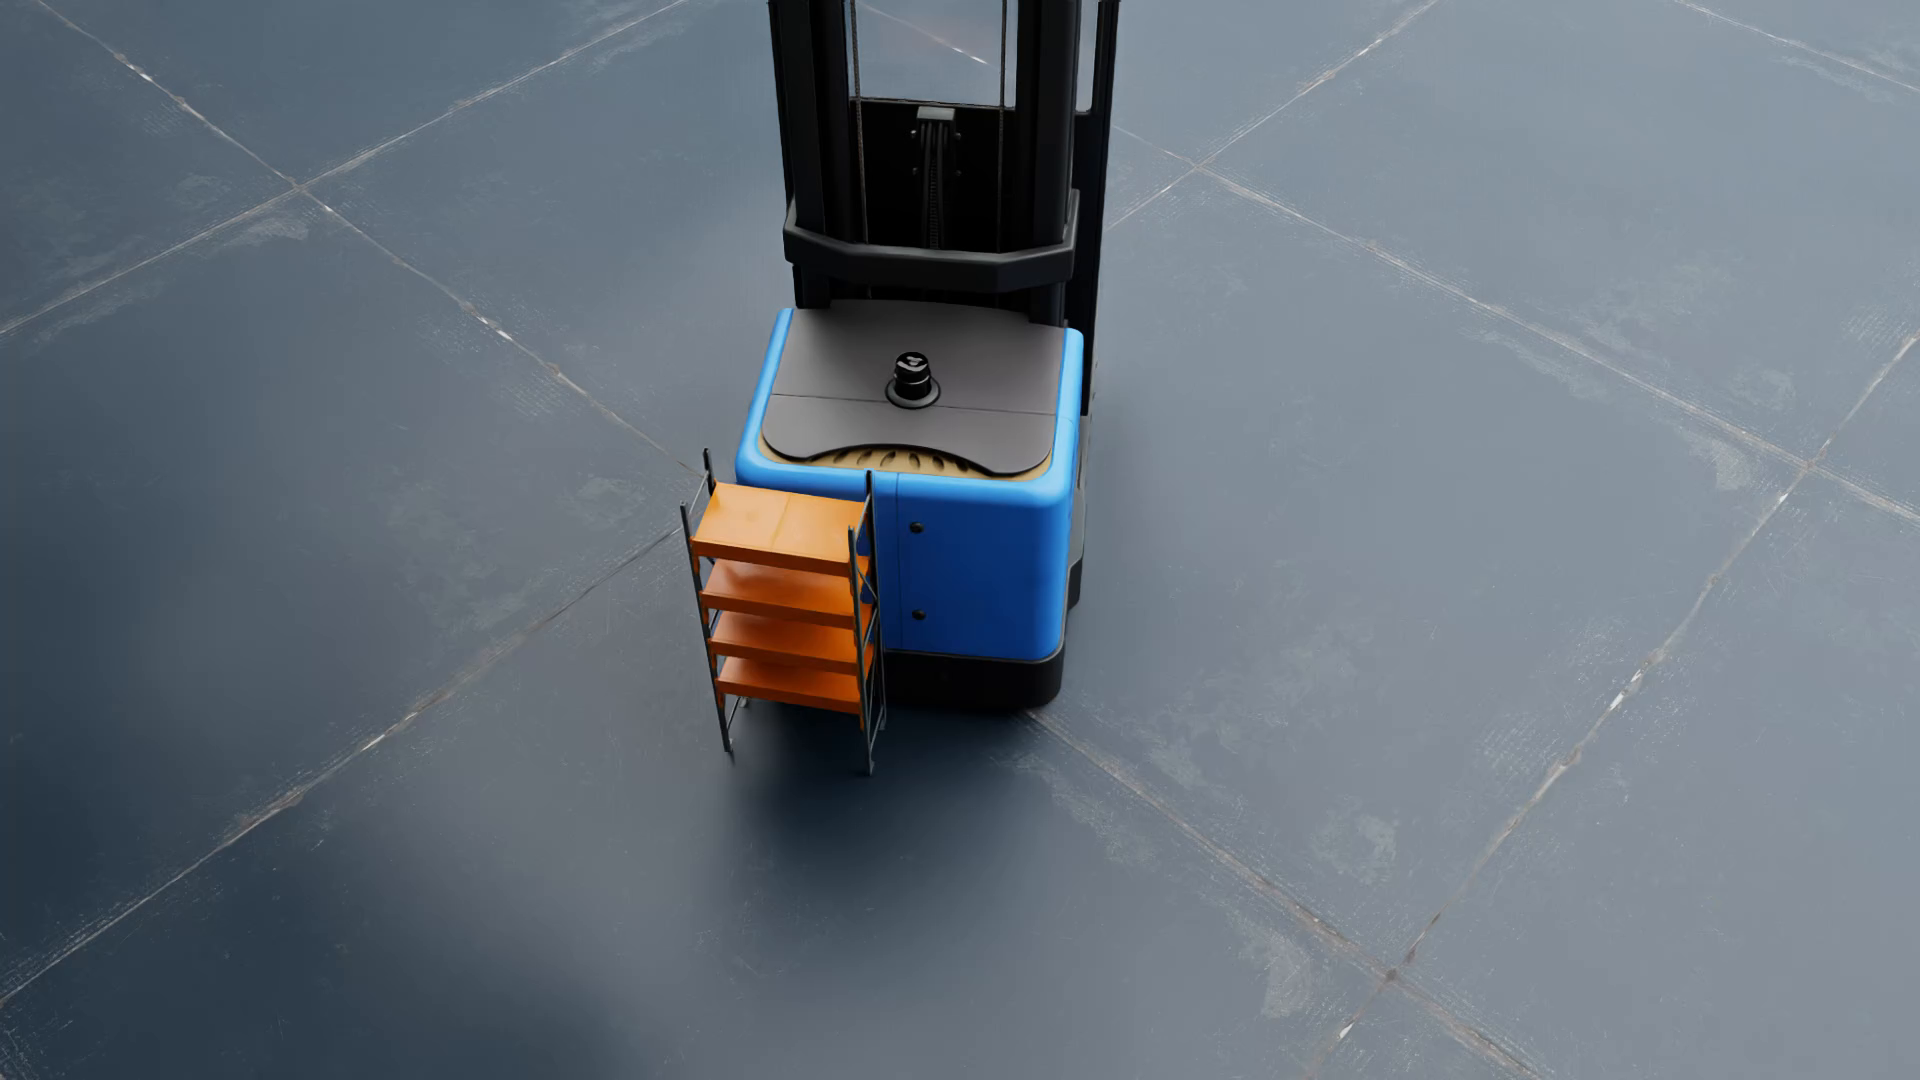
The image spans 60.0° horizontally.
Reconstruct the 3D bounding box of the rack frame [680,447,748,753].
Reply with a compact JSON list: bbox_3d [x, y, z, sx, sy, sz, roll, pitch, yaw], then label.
[{"bbox_3d":[-0.761,0.221,5.217,0.015,1.200,0.240,8,48,8],"label":"rack frame"}]

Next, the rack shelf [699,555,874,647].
[{"bbox_3d":[-0.522,0.150,5.069,0.480,0.148,0.258,8,48,8],"label":"rack shelf"}]

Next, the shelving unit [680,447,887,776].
[{"bbox_3d":[-0.521,0.255,5.185,0.503,1.200,0.258,8,48,8],"label":"shelving unit"}]

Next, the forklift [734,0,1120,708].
[{"bbox_3d":[-0.023,-1.517,5.663,1.130,2.935,3.031,5,47,4],"label":"forklift"}]

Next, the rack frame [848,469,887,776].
[{"bbox_3d":[-0.282,0.290,5.152,0.015,1.200,0.240,8,48,8],"label":"rack frame"}]

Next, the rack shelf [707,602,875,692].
[{"bbox_3d":[-0.521,0.301,5.234,0.480,0.148,0.258,8,48,8],"label":"rack shelf"}]

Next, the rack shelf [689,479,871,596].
[{"bbox_3d":[-0.522,-0.010,4.895,0.480,0.148,0.258,8,48,8],"label":"rack shelf"}]

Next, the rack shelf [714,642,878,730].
[{"bbox_3d":[-0.521,0.435,5.381,0.480,0.148,0.258,8,48,8],"label":"rack shelf"}]
